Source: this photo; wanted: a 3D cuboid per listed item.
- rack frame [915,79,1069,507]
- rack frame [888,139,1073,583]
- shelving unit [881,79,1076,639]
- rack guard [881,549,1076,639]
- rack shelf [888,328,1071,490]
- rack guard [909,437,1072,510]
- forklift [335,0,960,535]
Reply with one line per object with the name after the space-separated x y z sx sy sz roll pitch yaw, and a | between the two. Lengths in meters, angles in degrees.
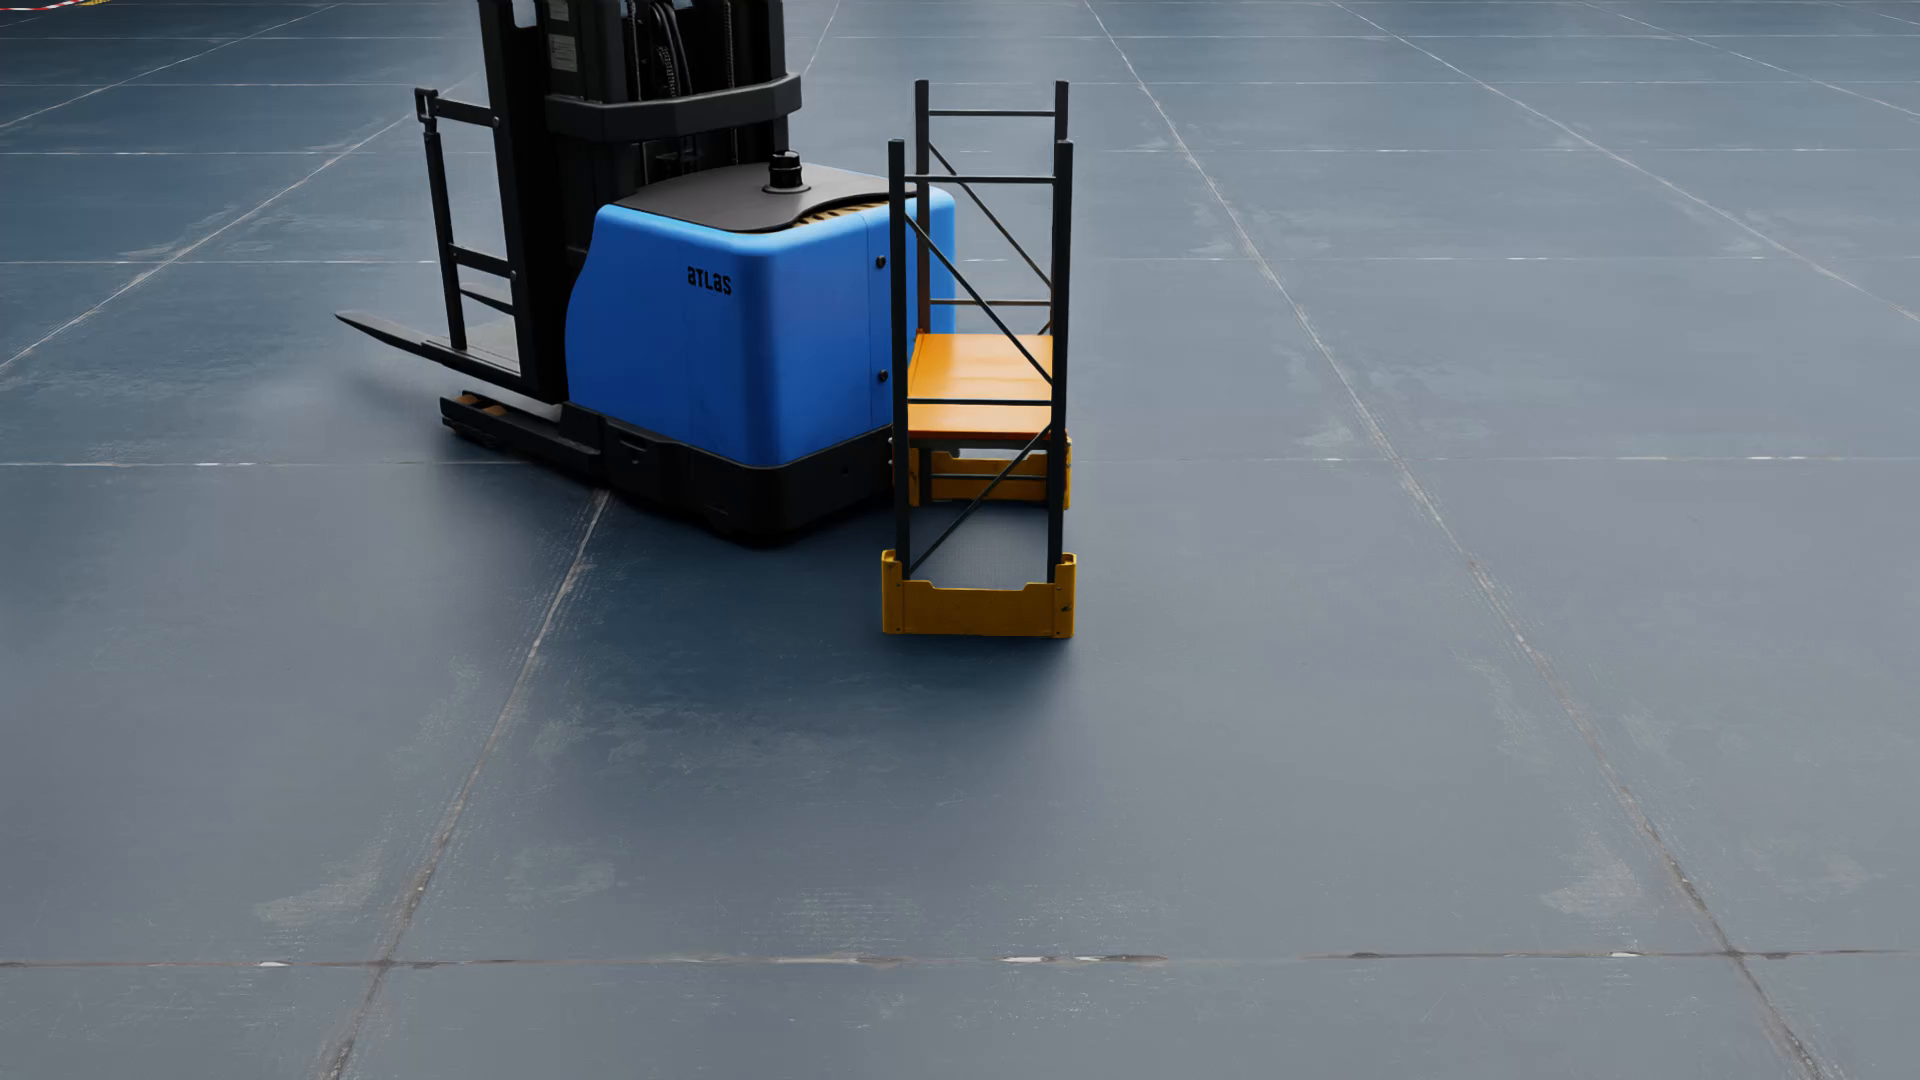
0.104 -0.815 5.731 0.500 1.500 0.032 1 24 2 | rack frame
0.056 -0.396 4.806 0.500 1.500 0.032 1 24 2 | rack frame
0.080 -0.609 5.277 0.587 1.500 1.083 1 24 2 | shelving unit
0.057 0.165 5.081 0.587 0.250 0.087 1 24 2 | rack guard
0.080 -0.441 5.343 0.538 0.185 1.000 1 24 2 | rack shelf
0.104 -0.245 5.988 0.587 0.250 0.087 1 24 2 | rack guard
-1.444 -1.843 6.267 3.031 2.935 1.130 20 31 37 | forklift
